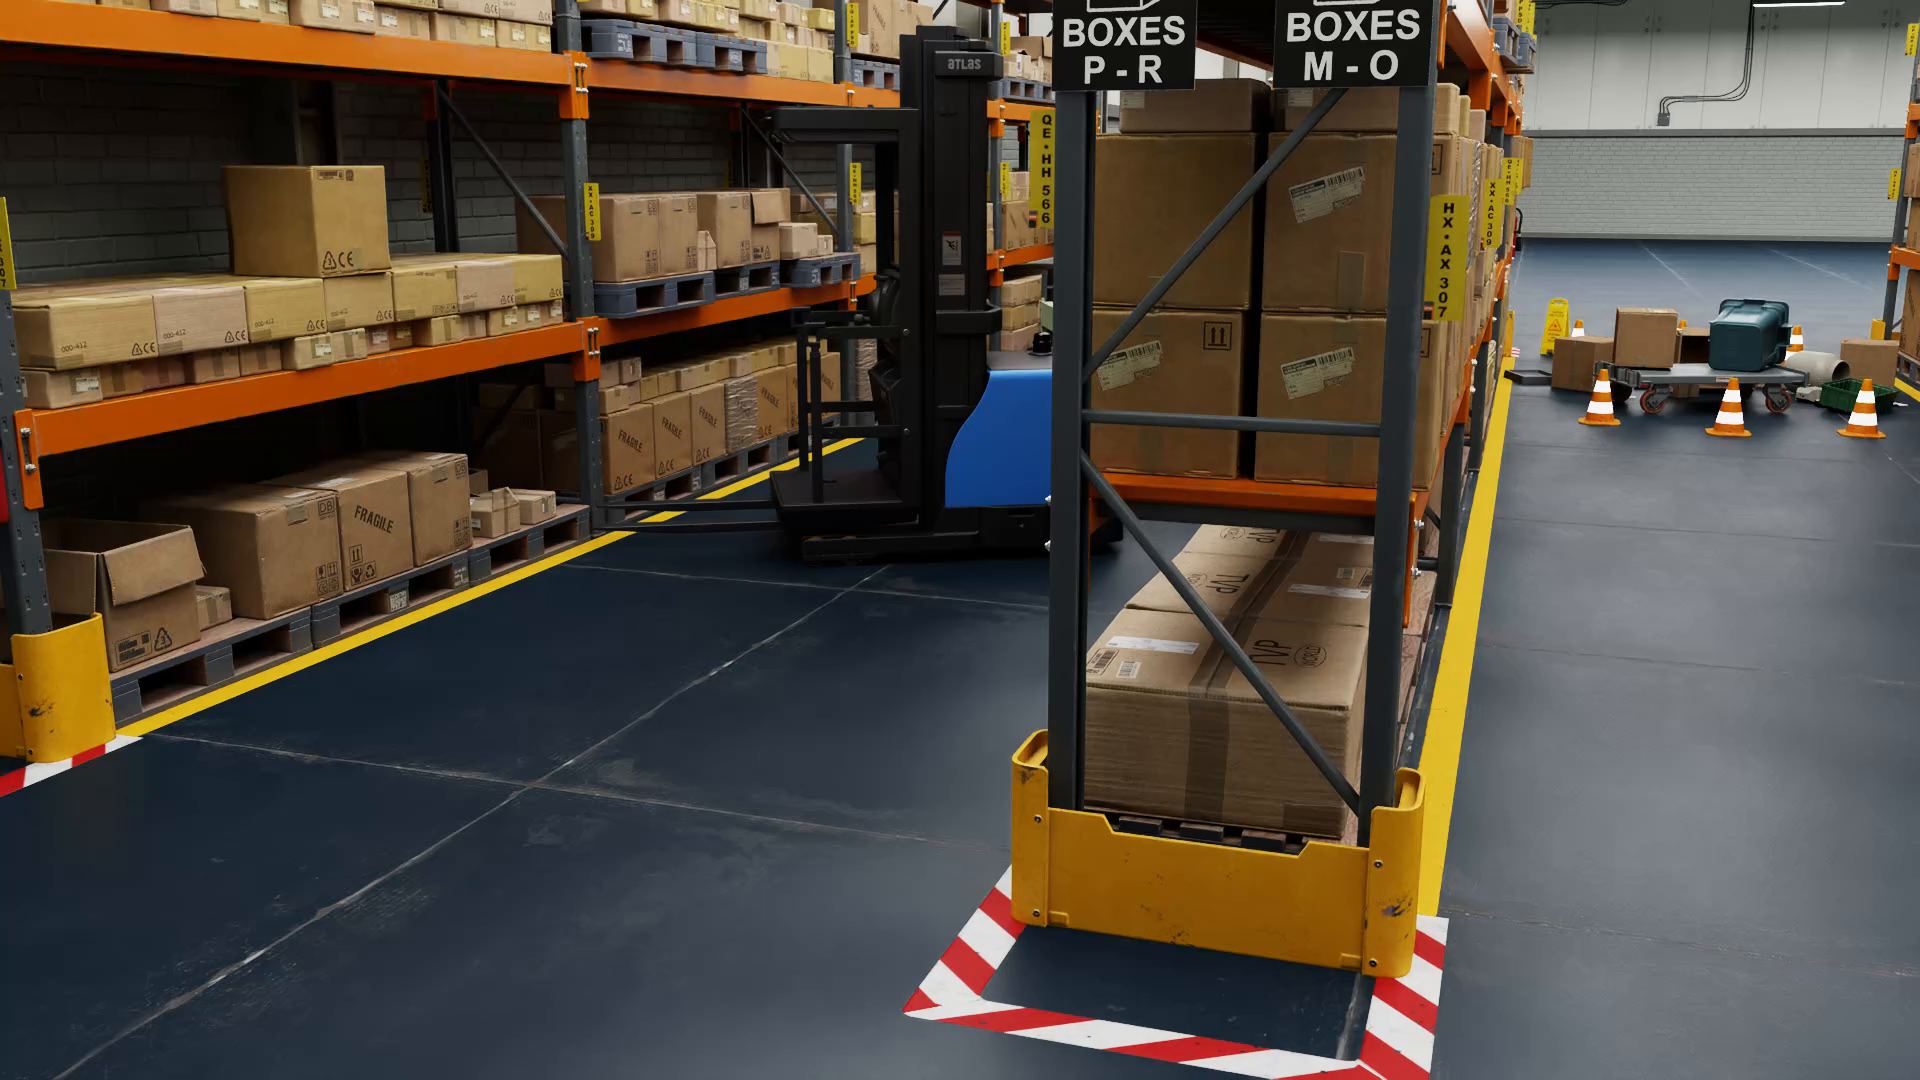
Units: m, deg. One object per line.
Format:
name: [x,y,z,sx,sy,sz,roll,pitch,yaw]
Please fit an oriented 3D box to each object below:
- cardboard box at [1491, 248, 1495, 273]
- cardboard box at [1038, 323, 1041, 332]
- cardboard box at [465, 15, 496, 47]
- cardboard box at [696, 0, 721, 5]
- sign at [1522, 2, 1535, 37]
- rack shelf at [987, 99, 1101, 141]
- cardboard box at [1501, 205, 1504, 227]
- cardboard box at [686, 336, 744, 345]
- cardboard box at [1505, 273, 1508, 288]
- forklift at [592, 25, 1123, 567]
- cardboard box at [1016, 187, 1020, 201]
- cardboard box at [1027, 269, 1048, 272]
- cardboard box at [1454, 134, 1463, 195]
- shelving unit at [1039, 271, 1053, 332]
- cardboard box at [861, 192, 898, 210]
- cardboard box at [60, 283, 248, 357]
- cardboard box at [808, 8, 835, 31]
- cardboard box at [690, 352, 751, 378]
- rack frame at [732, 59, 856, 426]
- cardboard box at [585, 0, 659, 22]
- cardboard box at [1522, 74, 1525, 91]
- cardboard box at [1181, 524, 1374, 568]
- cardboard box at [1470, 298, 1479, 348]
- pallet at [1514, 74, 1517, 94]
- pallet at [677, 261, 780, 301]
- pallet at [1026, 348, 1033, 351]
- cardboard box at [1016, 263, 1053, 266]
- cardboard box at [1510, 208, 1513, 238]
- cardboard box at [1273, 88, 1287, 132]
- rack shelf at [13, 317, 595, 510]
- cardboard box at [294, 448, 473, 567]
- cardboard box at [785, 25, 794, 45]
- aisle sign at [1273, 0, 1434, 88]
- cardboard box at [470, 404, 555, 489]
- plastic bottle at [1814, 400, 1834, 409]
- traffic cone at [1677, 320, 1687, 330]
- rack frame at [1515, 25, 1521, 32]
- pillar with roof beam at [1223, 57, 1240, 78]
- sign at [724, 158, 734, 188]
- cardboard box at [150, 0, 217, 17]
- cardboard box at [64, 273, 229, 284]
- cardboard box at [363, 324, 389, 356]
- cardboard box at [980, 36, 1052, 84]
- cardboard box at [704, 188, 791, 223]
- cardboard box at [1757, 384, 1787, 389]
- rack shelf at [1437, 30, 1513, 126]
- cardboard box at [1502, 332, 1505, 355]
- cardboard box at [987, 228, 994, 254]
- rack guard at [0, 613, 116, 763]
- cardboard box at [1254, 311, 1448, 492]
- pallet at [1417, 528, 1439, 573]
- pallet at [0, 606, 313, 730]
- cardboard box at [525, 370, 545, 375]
cardboard box: [3.116,-1.837,10.508,0.500,0.250,0.500,4,13,17]
cardboard box: [0.709,-2.362,18.832,0.500,0.250,0.500,5,14,19]
cardboard box: [-2.665,-2.654,8.698,0.380,0.149,0.250,5,14,20]
cardboard box: [-1.787,-3.564,10.850,0.380,0.149,0.250,4,14,19]
sign: [5.162,-4.713,15.110,0.100,0.325,0.005,4,14,18]
rack shelf: [0.585,-4.735,18.870,1.077,0.370,4.000,4,14,18]
cardboard box: [4.371,-2.918,14.195,0.500,0.500,0.500,5,14,20]
cardboard box: [-1.932,-1.521,13.129,0.380,0.149,0.250,5,14,20]
cardboard box: [5.344,-2.627,16.850,0.380,0.149,0.250,5,14,21]
forklift: [-0.615,-1.406,9.560,3.031,2.935,1.130,-2,13,-9]
cardboard box: [0.430,-3.727,17.895,0.380,0.149,0.250,4,14,18]
cardboard box: [1.064,-3.062,19.652,0.500,0.250,0.500,5,14,19]
cardboard box: [1.338,-1.046,5.356,0.500,0.500,0.500,4,13,17]
shelving unit: [0.788,-0.989,10.951,0.431,1.500,0.755,-1,13,-6]
cardboard box: [-0.758,-2.940,14.444,0.380,0.149,0.250,5,14,19]
cardboard box: [-3.380,-0.930,6.991,0.500,0.250,0.500,5,14,19]
cardboard box: [-1.188,-3.995,12.784,0.380,0.149,0.250,5,14,20]
cardboard box: [-1.732,-1.263,11.998,0.380,0.149,0.250,4,13,16]
rack frame: [-1.357,-2.360,13.589,1.000,3.000,0.127,4,14,18]
cardboard box: [-2.072,-3.258,10.178,0.380,0.149,0.250,4,14,19]
cardboard box: [5.692,-4.880,17.555,0.500,0.250,0.500,5,14,20]
cardboard box: [1.453,0.196,7.204,0.875,0.438,0.875,4,13,17]
cardboard box: [2.439,-1.162,8.676,0.500,0.250,0.500,4,13,17]
pallet: [4.335,-4.095,14.868,1.213,0.211,1.003,4,14,18]
pallet: [-1.981,-1.857,11.815,1.003,0.211,1.213,4,14,18]
pallet: [0.235,-2.008,18.310,1.003,0.211,1.213,4,14,18]
cardboard box: [0.897,-3.309,20.733,0.500,0.250,0.500,4,13,18]
cardboard box: [5.357,-3.325,16.920,0.500,0.500,0.500,4,14,18]
cardboard box: [1.147,-1.287,4.956,0.380,0.149,0.250,5,14,20]
rack shelf: [-3.298,-0.746,8.134,1.077,0.370,4.000,4,14,18]
cardboard box: [-3.008,-0.180,8.709,0.700,0.500,0.500,4,13,16]
cardboard box: [-1.455,-3.745,12.357,0.380,0.149,0.250,5,14,20]
aisle sign: [1.004,-1.551,4.200,0.394,0.787,0.004,4,14,18]
cardboard box: [-2.772,-0.629,10.677,0.500,0.500,0.500,4,14,18]
plastic bottle: [8.013,-1.245,15.306,0.133,0.061,0.283,-3,13,-11]
traffic cone: [8.172,-2.260,18.849,0.336,0.463,0.334,4,14,18]
rack frame: [4.636,-5.771,15.049,1.000,3.000,0.127,4,14,18]
pillar with roof beam: [10.051,-10.368,35.190,9.100,9.000,0.400,4,14,18]
sign: [-1.883,-2.964,13.632,0.100,0.325,0.005,4,14,18]
cardboard box: [-3.285,-2.221,6.803,0.380,0.149,0.250,5,14,20]
cardboard box: [-3.715,-1.076,7.631,0.500,0.250,0.500,5,14,20]
cardboard box: [-3.031,-0.987,8.135,0.380,0.149,0.250,4,14,18]
cardboard box: [0.668,-5.371,18.640,0.797,0.503,0.637,5,14,20]
cardboard box: [-1.671,-2.517,13.106,0.500,0.500,0.500,5,14,21]
cardboard box: [8.165,-1.673,16.719,0.396,0.266,0.258,7,15,28]
rack shelf: [2.694,-2.694,9.928,1.077,0.370,4.000,4,14,18]
cardboard box: [5.584,-2.144,17.875,0.500,0.250,0.500,4,13,16]
cardboard box: [0.022,-3.005,16.748,0.500,0.250,0.500,5,14,20]
rack guard: [-3.920,0.527,6.557,1.175,0.500,0.348,4,14,18]
cardboard box: [1.180,-0.449,4.988,0.500,0.500,0.500,4,14,18]
pallet: [2.225,0.030,9.382,1.003,0.211,1.213,4,14,18]
pallet: [-3.663,0.500,7.325,1.003,0.211,1.213,4,14,18]
cardboard box: [-2.654,-1.026,10.960,0.380,0.149,0.250,5,14,19]
